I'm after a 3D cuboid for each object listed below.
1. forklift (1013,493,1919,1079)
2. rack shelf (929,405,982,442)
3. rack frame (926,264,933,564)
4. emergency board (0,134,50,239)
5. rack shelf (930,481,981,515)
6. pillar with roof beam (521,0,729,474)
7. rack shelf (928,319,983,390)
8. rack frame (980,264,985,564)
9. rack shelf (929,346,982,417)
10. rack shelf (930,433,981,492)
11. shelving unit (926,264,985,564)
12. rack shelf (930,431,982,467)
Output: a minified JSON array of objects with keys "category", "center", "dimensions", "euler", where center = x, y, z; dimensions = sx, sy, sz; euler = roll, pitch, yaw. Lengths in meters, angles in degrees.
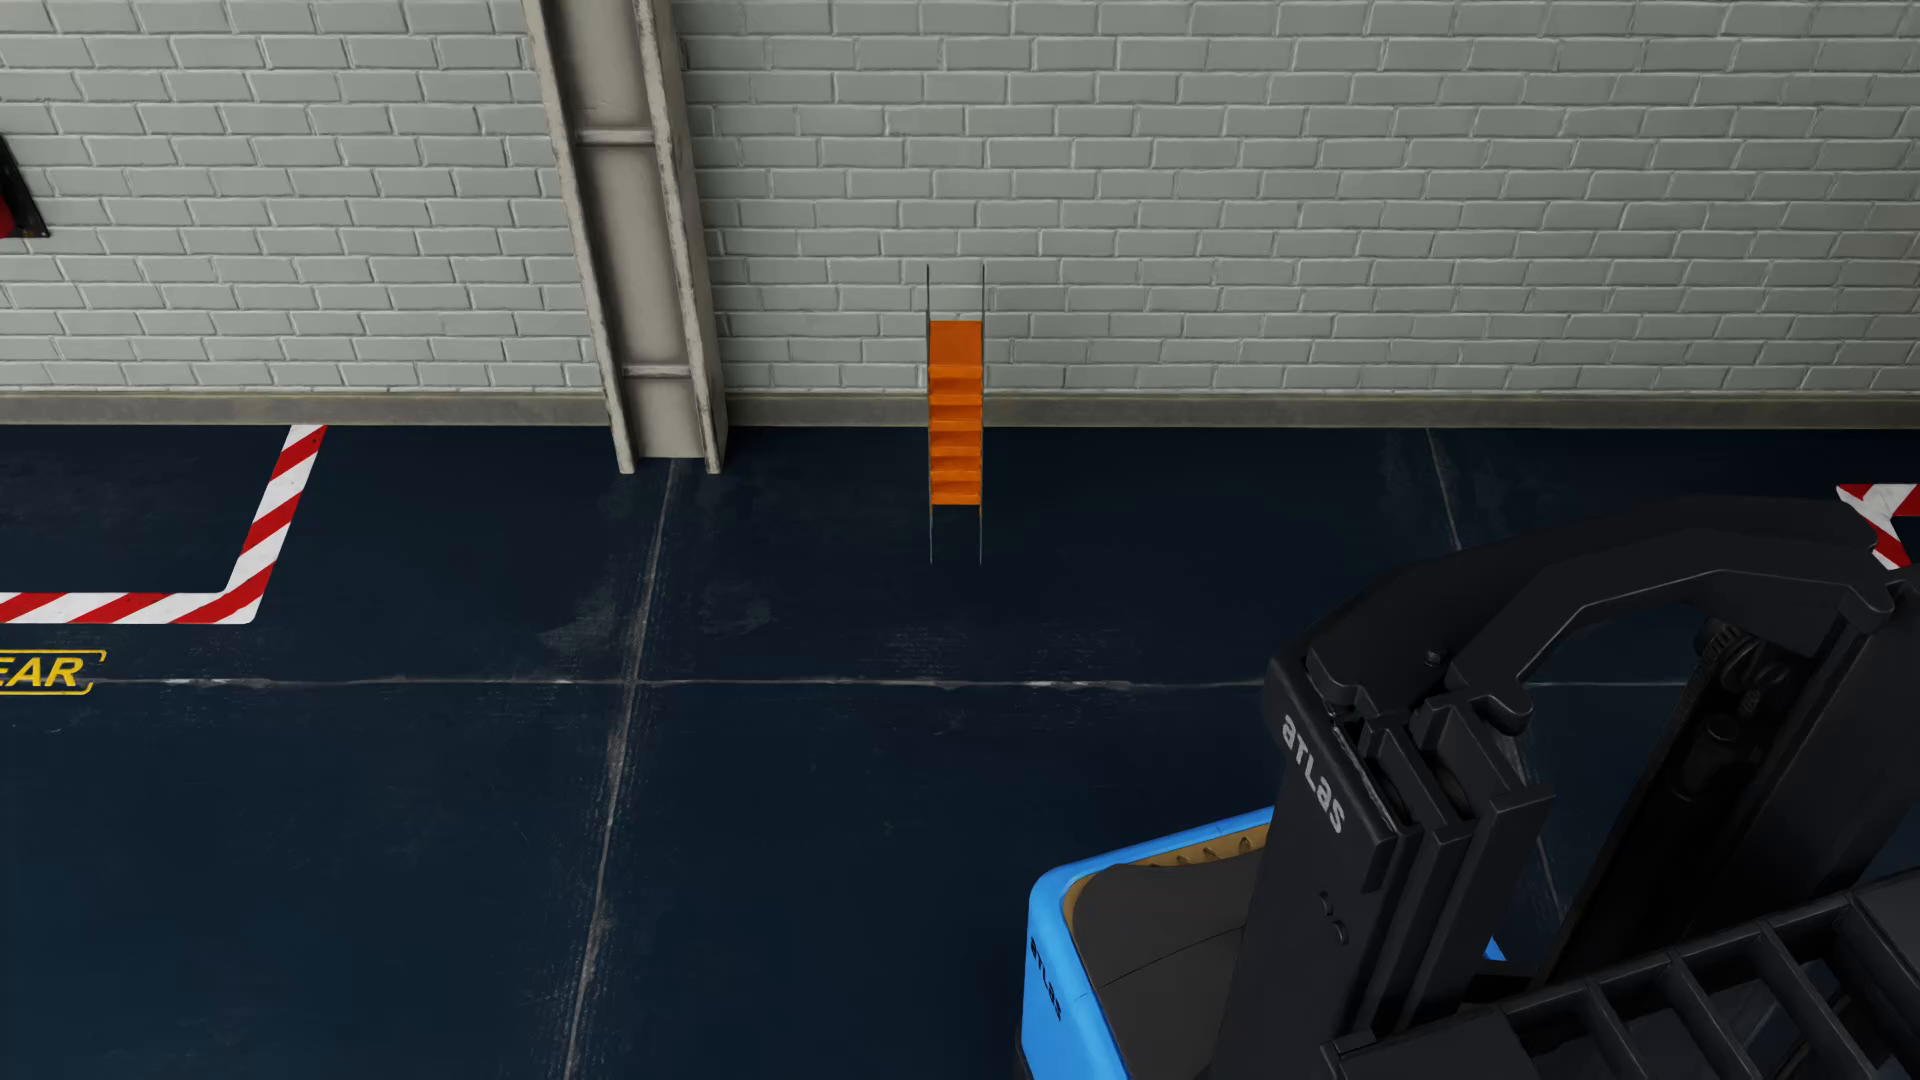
[{"category":"forklift","center":[1.089,1.465,2.884],"dimensions":[1.130,2.935,3.031],"euler":[-13,48,-12]},{"category":"rack shelf","center":[-0.014,-0.460,5.756],"dimensions":[0.180,0.103,0.258],"euler":[0,47,0]},{"category":"rack frame","center":[-0.106,-0.409,5.811],"dimensions":[0.006,1.200,0.240],"euler":[0,47,0]},{"category":"emergency board","center":[-3.600,-1.430,5.531],"dimensions":[0.643,1.169,0.194],"euler":[0,47,0]},{"category":"rack shelf","center":[-0.014,-0.215,6.019],"dimensions":[0.180,0.103,0.258],"euler":[0,47,0]},{"category":"pillar with roof beam","center":[-1.145,-0.288,0.370],"dimensions":[0.400,9.000,9.100],"euler":[0,47,0]},{"category":"rack shelf","center":[-0.014,-0.624,5.580],"dimensions":[0.180,0.103,0.258],"euler":[0,47,0]},{"category":"rack frame","center":[0.077,-0.409,5.811],"dimensions":[0.006,1.200,0.240],"euler":[0,47,0]},{"category":"rack shelf","center":[-0.014,-0.542,5.668],"dimensions":[0.180,0.103,0.258],"euler":[0,47,0]},{"category":"rack shelf","center":[-0.014,-0.297,5.931],"dimensions":[0.180,0.103,0.258],"euler":[0,47,0]},{"category":"shelving unit","center":[-0.014,-0.409,5.811],"dimensions":[0.189,1.200,0.258],"euler":[0,47,0]},{"category":"rack shelf","center":[-0.014,-0.379,5.843],"dimensions":[0.180,0.103,0.258],"euler":[0,47,0]}]
